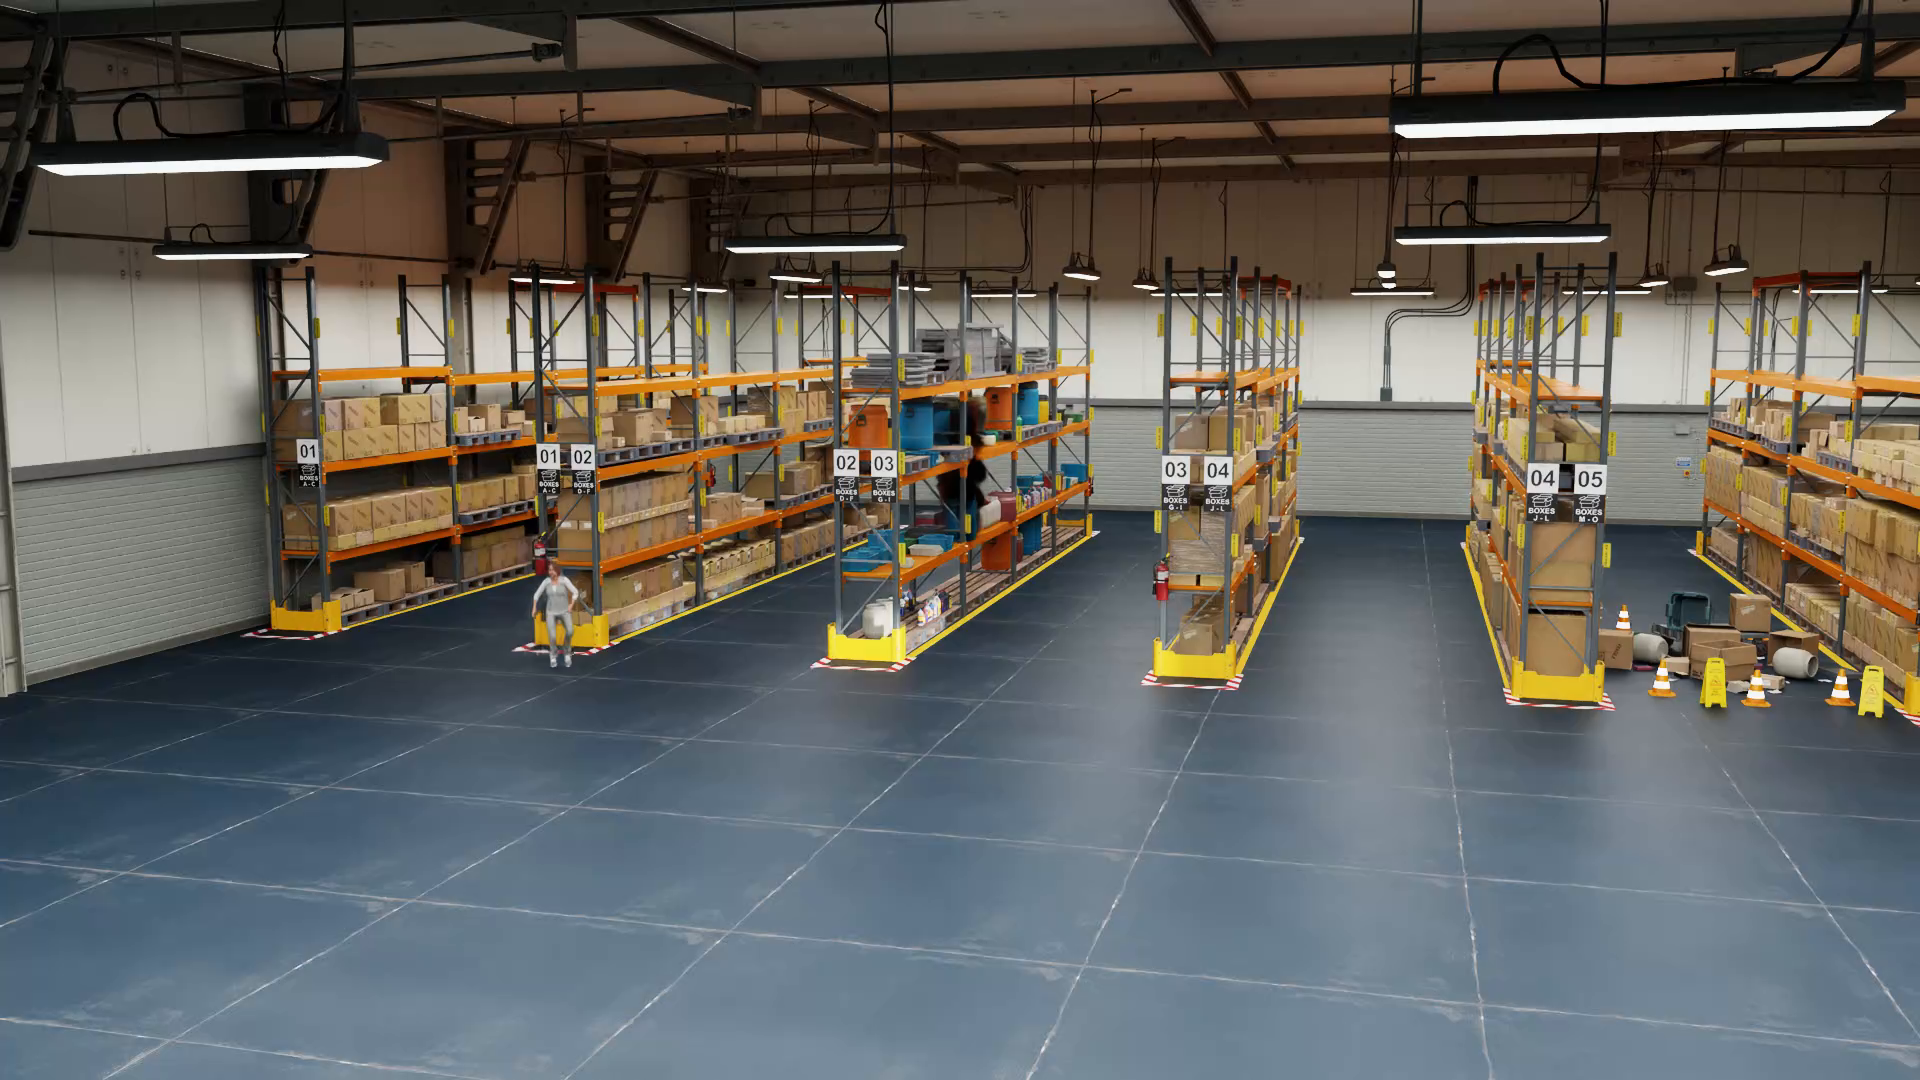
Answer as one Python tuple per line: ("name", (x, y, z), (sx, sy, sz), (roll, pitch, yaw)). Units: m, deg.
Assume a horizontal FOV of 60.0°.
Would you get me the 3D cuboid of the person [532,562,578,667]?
("person", (-6.013, 1.126, 24.724), (0.688, 1.540, 0.484), (-2, 8, -19))
